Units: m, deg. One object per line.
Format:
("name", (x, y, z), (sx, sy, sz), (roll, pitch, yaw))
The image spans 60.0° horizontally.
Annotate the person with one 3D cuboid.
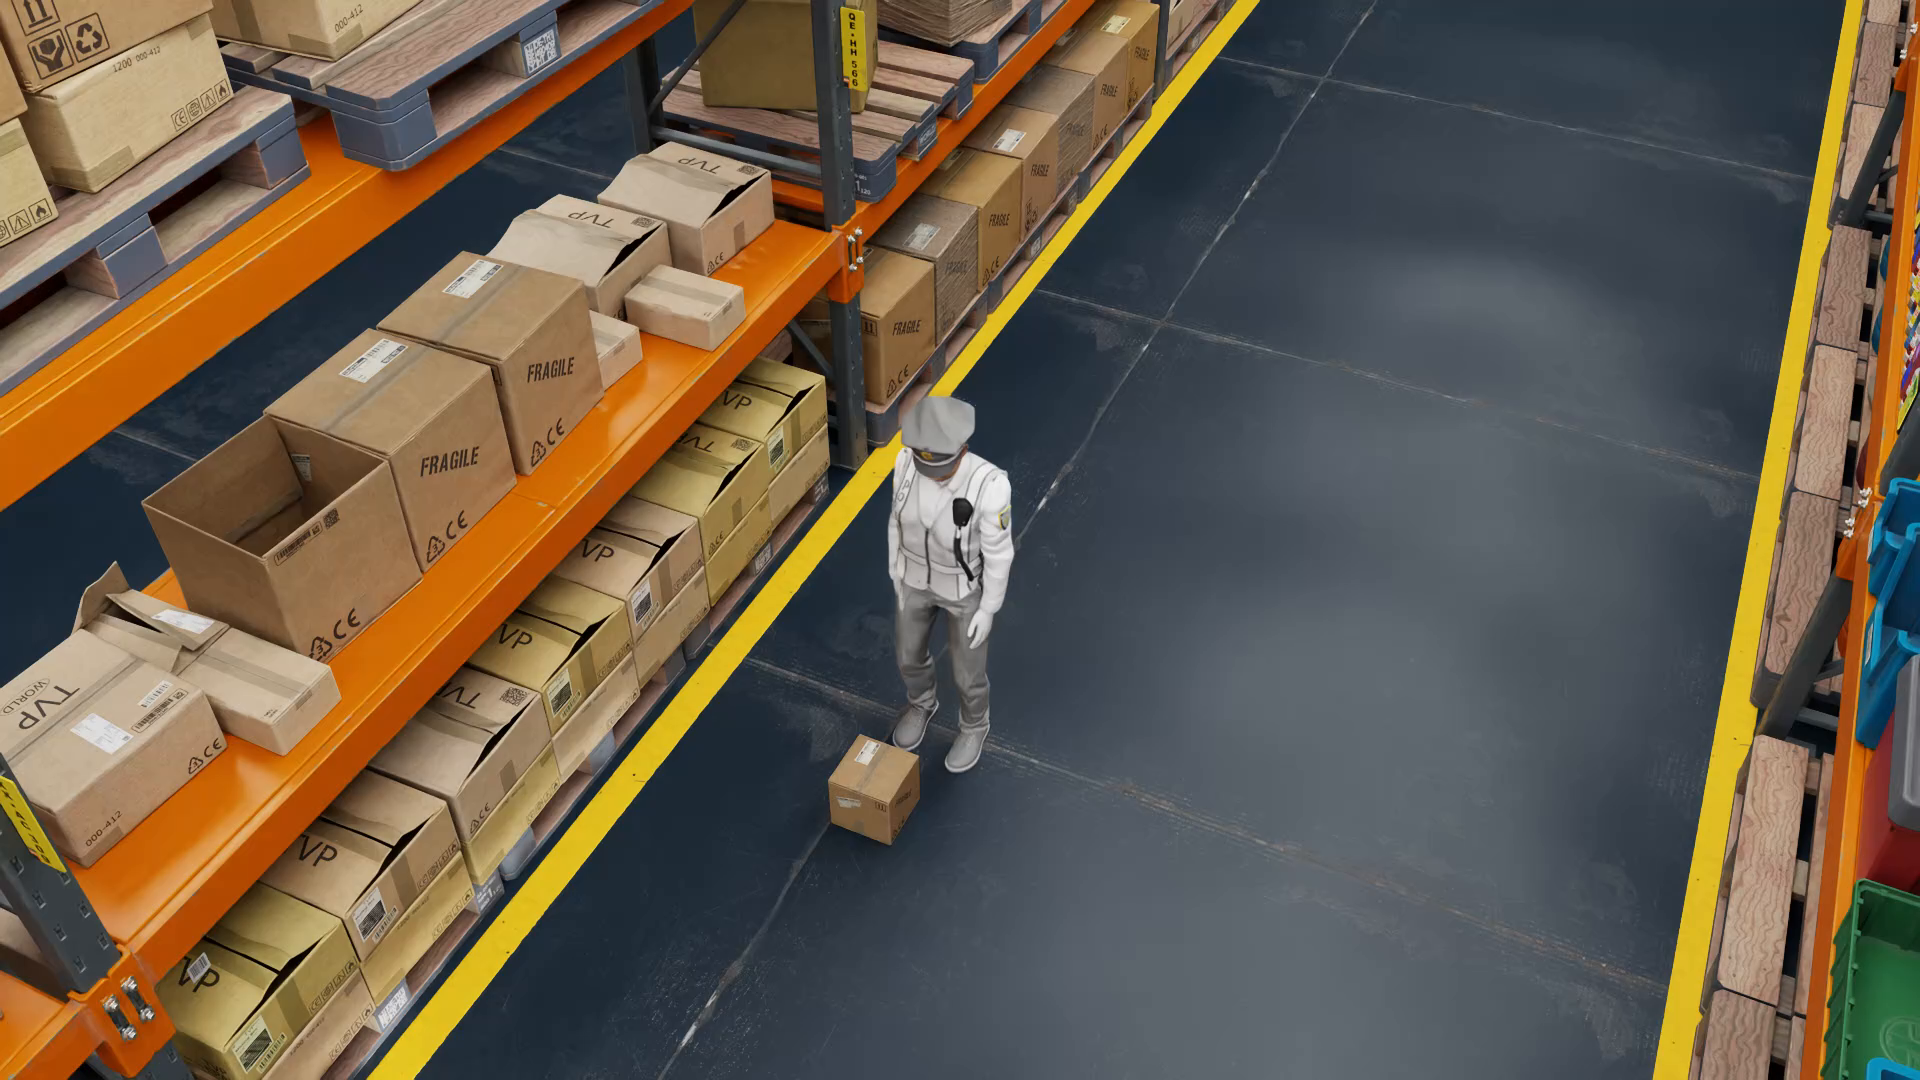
("person", (-0.043, 0.177, 5.983), (0.482, 1.657, 0.366), (19, 45, 19))
